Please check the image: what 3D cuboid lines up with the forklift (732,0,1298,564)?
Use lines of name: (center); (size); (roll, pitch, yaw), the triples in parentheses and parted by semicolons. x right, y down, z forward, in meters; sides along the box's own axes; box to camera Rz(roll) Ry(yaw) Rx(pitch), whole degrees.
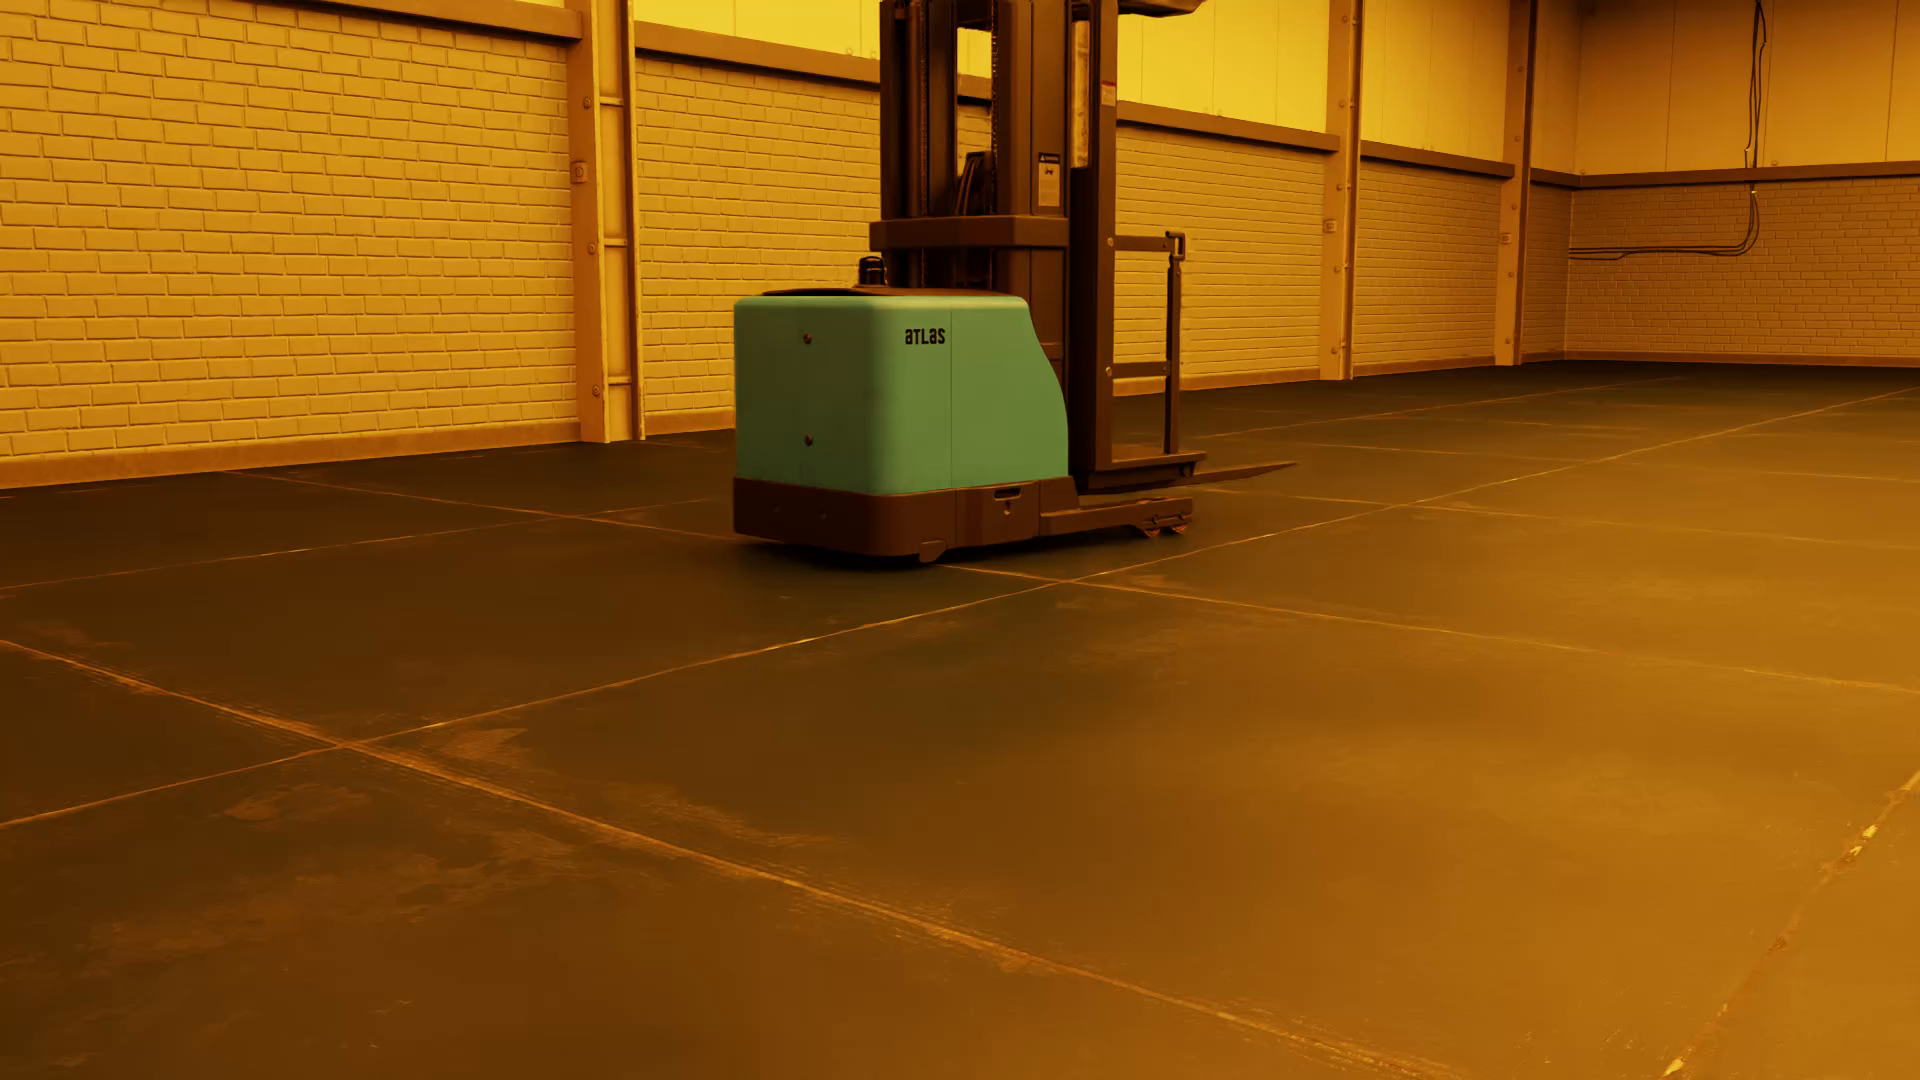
forklift: (0.434, -1.514, 7.630); (3.031, 2.935, 1.130); (-8, 11, -43)
